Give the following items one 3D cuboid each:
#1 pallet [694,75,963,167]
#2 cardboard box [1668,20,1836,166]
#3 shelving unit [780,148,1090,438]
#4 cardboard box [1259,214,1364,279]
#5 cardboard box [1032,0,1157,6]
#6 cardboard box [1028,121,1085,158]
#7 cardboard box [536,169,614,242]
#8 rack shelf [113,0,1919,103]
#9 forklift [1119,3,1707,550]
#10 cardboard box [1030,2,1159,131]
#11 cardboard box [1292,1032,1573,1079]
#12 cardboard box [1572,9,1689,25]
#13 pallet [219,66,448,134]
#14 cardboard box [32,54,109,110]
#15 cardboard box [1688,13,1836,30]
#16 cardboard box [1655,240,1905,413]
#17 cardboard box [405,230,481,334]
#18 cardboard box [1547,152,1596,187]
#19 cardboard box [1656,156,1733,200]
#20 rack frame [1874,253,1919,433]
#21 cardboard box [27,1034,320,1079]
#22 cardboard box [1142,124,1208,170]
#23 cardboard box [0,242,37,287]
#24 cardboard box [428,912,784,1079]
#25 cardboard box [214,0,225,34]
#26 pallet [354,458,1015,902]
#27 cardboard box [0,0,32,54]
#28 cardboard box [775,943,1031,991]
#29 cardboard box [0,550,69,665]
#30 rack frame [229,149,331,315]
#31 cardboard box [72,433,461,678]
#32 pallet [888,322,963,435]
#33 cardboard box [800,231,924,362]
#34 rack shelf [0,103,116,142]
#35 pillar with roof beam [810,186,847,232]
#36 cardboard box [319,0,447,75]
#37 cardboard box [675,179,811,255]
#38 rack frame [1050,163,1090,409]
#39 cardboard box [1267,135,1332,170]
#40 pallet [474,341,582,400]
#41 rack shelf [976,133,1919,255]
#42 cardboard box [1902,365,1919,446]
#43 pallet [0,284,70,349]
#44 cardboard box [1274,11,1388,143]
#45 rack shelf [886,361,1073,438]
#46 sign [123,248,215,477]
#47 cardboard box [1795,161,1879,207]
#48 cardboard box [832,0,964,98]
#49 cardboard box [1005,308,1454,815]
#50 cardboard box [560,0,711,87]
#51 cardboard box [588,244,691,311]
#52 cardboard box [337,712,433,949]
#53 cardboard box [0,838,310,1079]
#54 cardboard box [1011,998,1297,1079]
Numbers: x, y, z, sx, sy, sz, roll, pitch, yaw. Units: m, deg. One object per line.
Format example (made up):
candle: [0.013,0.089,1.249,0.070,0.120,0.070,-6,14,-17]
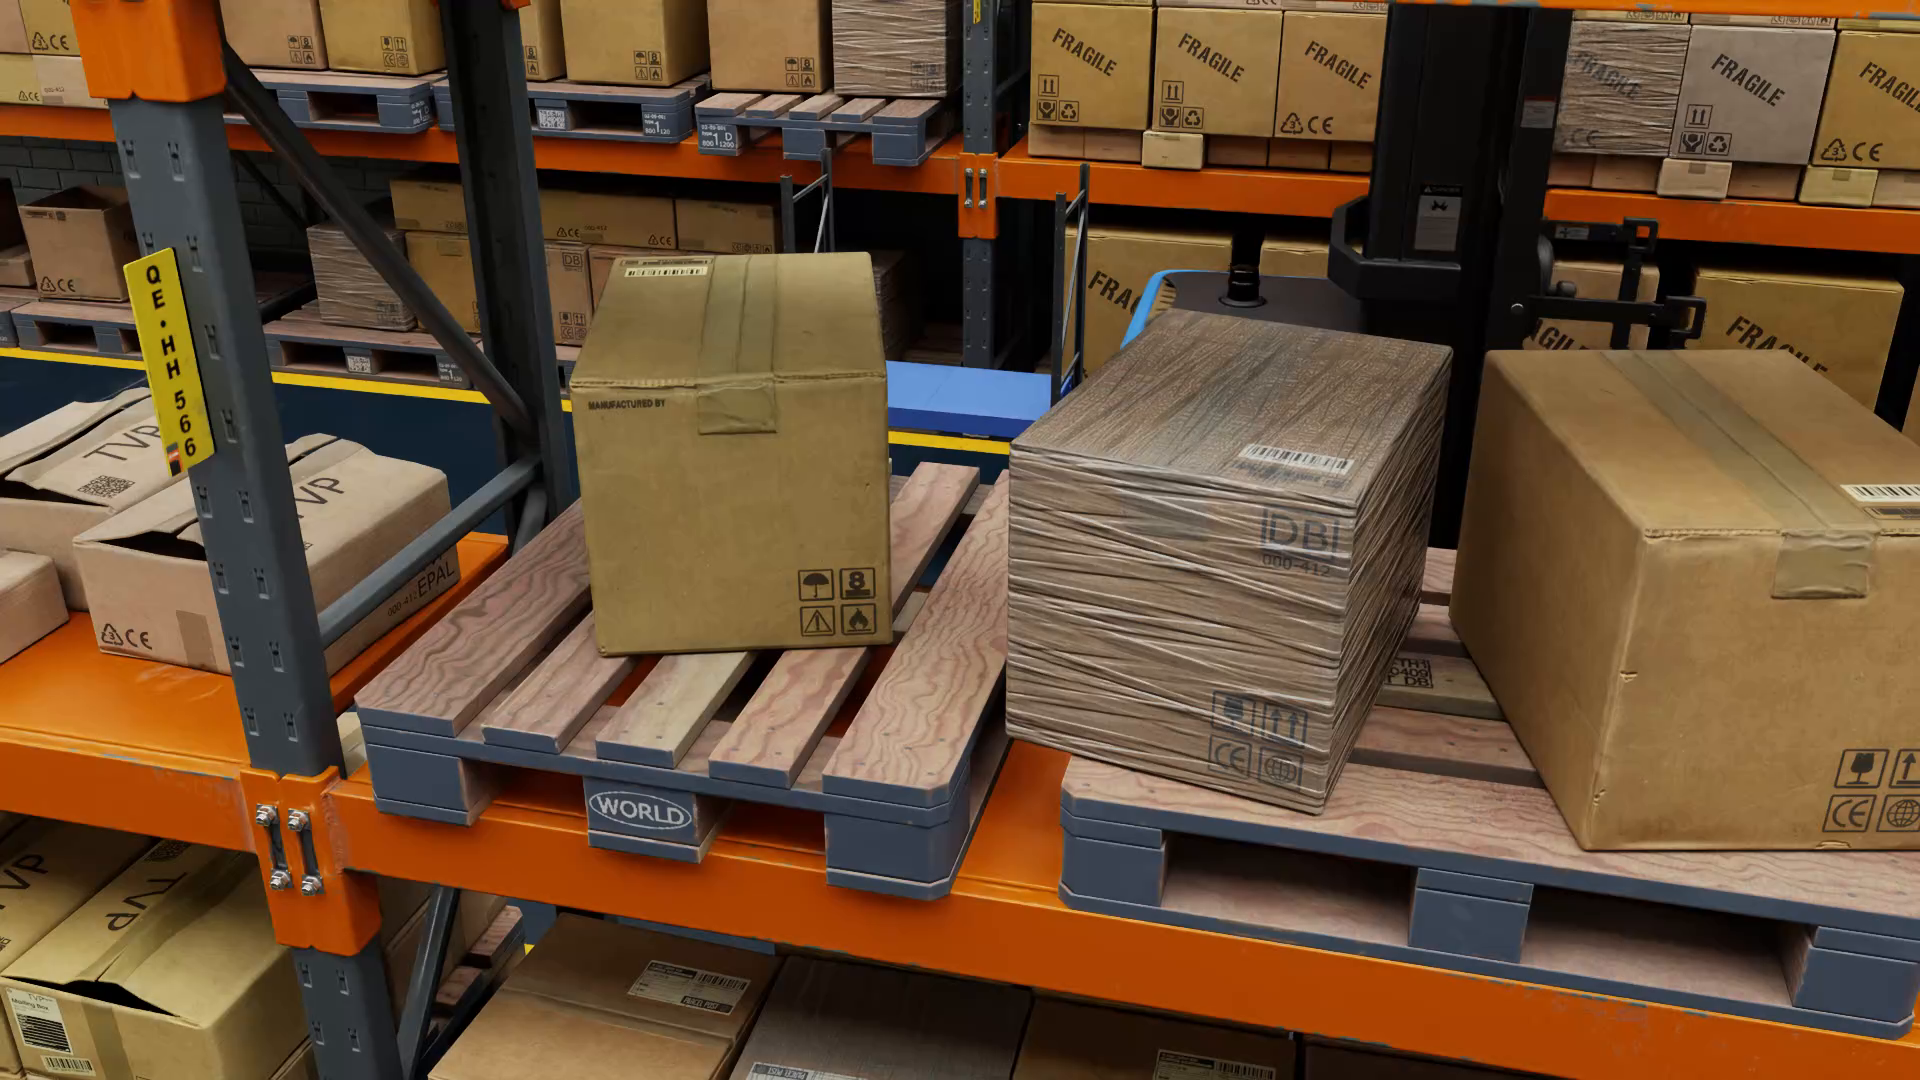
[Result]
pallet: [-0.519,-1.977,7.637,1.003,0.211,1.213,6,26,13]
cardboard box: [3.065,-1.787,6.529,0.500,0.500,0.500,7,26,13]
shelving unit: [-0.083,-0.686,6.447,1.048,1.500,0.538,6,26,13]
cardboard box: [1.724,-1.021,7.418,0.750,0.750,0.750,6,26,13]
cardboard box: [0.601,-2.400,6.944,0.500,0.250,0.500,7,26,14]
cardboard box: [0.459,-1.796,7.302,0.250,0.149,0.380,6,26,12]
cardboard box: [-2.027,-1.697,8.349,0.500,0.250,0.500,6,26,11]
rack shelf: [0.904,-0.785,2.256,4.000,0.370,1.077,6,26,13]
forklift: [2.106,-1.079,5.608,3.031,2.935,1.130,6,26,11]
cardboard box: [0.604,-2.062,7.106,0.500,0.500,0.500,7,26,15]
cardboard box: [0.942,1.072,3.405,0.500,0.500,0.500,5,26,11]
cardboard box: [2.569,-2.188,6.498,0.500,0.250,0.500,7,26,14]
pallet: [-2.973,-2.231,8.170,1.213,0.211,1.003,6,26,13]
cardboard box: [-4.211,-2.326,8.298,0.500,0.250,0.500,6,26,13]
cardboard box: [3.063,-2.133,6.383,0.500,0.250,0.500,7,26,14]
cardboard box: [3.410,-0.838,7.034,0.750,0.750,0.750,7,26,14]
cardboard box: [-2.447,-1.424,8.648,0.500,0.500,0.700,6,26,12]
cardboard box: [2.454,-1.572,6.832,0.250,0.149,0.380,6,26,12]
cardboard box: [2.913,-1.485,6.649,0.250,0.149,0.380,6,26,13]
rack frame: [4.071,-1.604,6.629,0.127,3.000,1.000,6,26,13]
cardboard box: [-1.603,1.128,3.602,0.500,0.250,0.500,7,26,14]
cardboard box: [0.937,-1.702,7.104,0.250,0.149,0.380,7,26,15]
cardboard box: [-5.221,-1.551,9.324,0.250,0.149,0.380,4,26,9]
cardboard box: [-0.663,1.128,3.287,0.500,0.500,0.500,7,26,15]
cardboard box: [-4.080,-2.878,8.583,0.500,0.500,0.500,6,26,12]
pallet: [-0.359,0.161,3.146,1.003,0.211,1.213,6,26,13]
cardboard box: [-4.696,-2.713,8.238,0.500,0.500,0.500,6,26,13]
cardboard box: [-0.068,0.963,3.634,0.500,0.500,0.500,7,26,15]
cardboard box: [-1.973,0.163,3.211,0.250,0.149,0.380,6,26,13]
rack frame: [-3.677,-2.460,8.428,0.127,3.000,1.000,6,26,13]
cardboard box: [-1.374,0.014,3.335,0.500,0.311,0.500,8,27,16]
pallet: [-0.559,-0.857,8.305,1.213,0.211,1.003,6,26,13]
cardboard box: [-0.513,-1.158,8.088,0.500,0.500,0.700,7,26,14]
rack shelf: [-5.614,-2.350,9.033,4.000,0.370,1.077,6,26,13]
pillar with roof beam: [-1.918,-3.448,3.524,0.400,9.000,9.100,6,26,13]
cardboard box: [-2.653,-2.573,8.036,0.500,0.500,0.700,9,27,18]
cardboard box: [-1.049,-1.583,8.110,0.500,0.250,0.500,7,26,14]
rack frame: [0.410,-0.632,6.332,0.032,1.500,0.500,6,26,13]
cardboard box: [1.465,-1.702,7.104,0.250,0.149,0.380,7,26,14]
pallet: [-1.737,-0.989,8.581,1.213,0.211,1.003,6,26,13]
rack shelf: [2.134,-1.493,7.234,4.000,0.370,1.077,6,26,13]
cardboard box: [1.756,0.033,2.586,0.500,0.500,0.700,11,27,21]
pallet: [-5.521,-1.388,9.420,1.213,0.211,1.003,6,26,13]
cardboard box: [1.589,-1.949,6.868,0.500,0.500,0.500,6,26,13]
rack shelf: [-0.083,-0.524,6.524,1.000,0.185,0.538,6,26,13]
sign: [-1.168,-0.261,2.461,0.005,0.325,0.100,6,26,13]
cardboard box: [3.423,-1.435,6.544,0.250,0.149,0.380,7,26,14]
cardboard box: [-0.260,-2.322,7.510,0.500,0.500,0.700,3,26,7]
cardboard box: [0.444,-0.006,2.669,0.500,0.500,0.700,11,28,23]
cardboard box: [-1.472,-2.446,7.770,0.500,0.500,0.700,6,26,13]
cardboard box: [-1.471,-1.302,8.392,0.500,0.500,0.700,6,26,13]
cardboard box: [-1.467,0.651,3.951,0.500,0.311,0.500,7,26,15]
cardboard box: [-1.601,0.876,3.479,0.500,0.311,0.500,7,26,14]
cardboard box: [0.330,1.238,3.057,0.500,0.500,0.500,6,26,12]
